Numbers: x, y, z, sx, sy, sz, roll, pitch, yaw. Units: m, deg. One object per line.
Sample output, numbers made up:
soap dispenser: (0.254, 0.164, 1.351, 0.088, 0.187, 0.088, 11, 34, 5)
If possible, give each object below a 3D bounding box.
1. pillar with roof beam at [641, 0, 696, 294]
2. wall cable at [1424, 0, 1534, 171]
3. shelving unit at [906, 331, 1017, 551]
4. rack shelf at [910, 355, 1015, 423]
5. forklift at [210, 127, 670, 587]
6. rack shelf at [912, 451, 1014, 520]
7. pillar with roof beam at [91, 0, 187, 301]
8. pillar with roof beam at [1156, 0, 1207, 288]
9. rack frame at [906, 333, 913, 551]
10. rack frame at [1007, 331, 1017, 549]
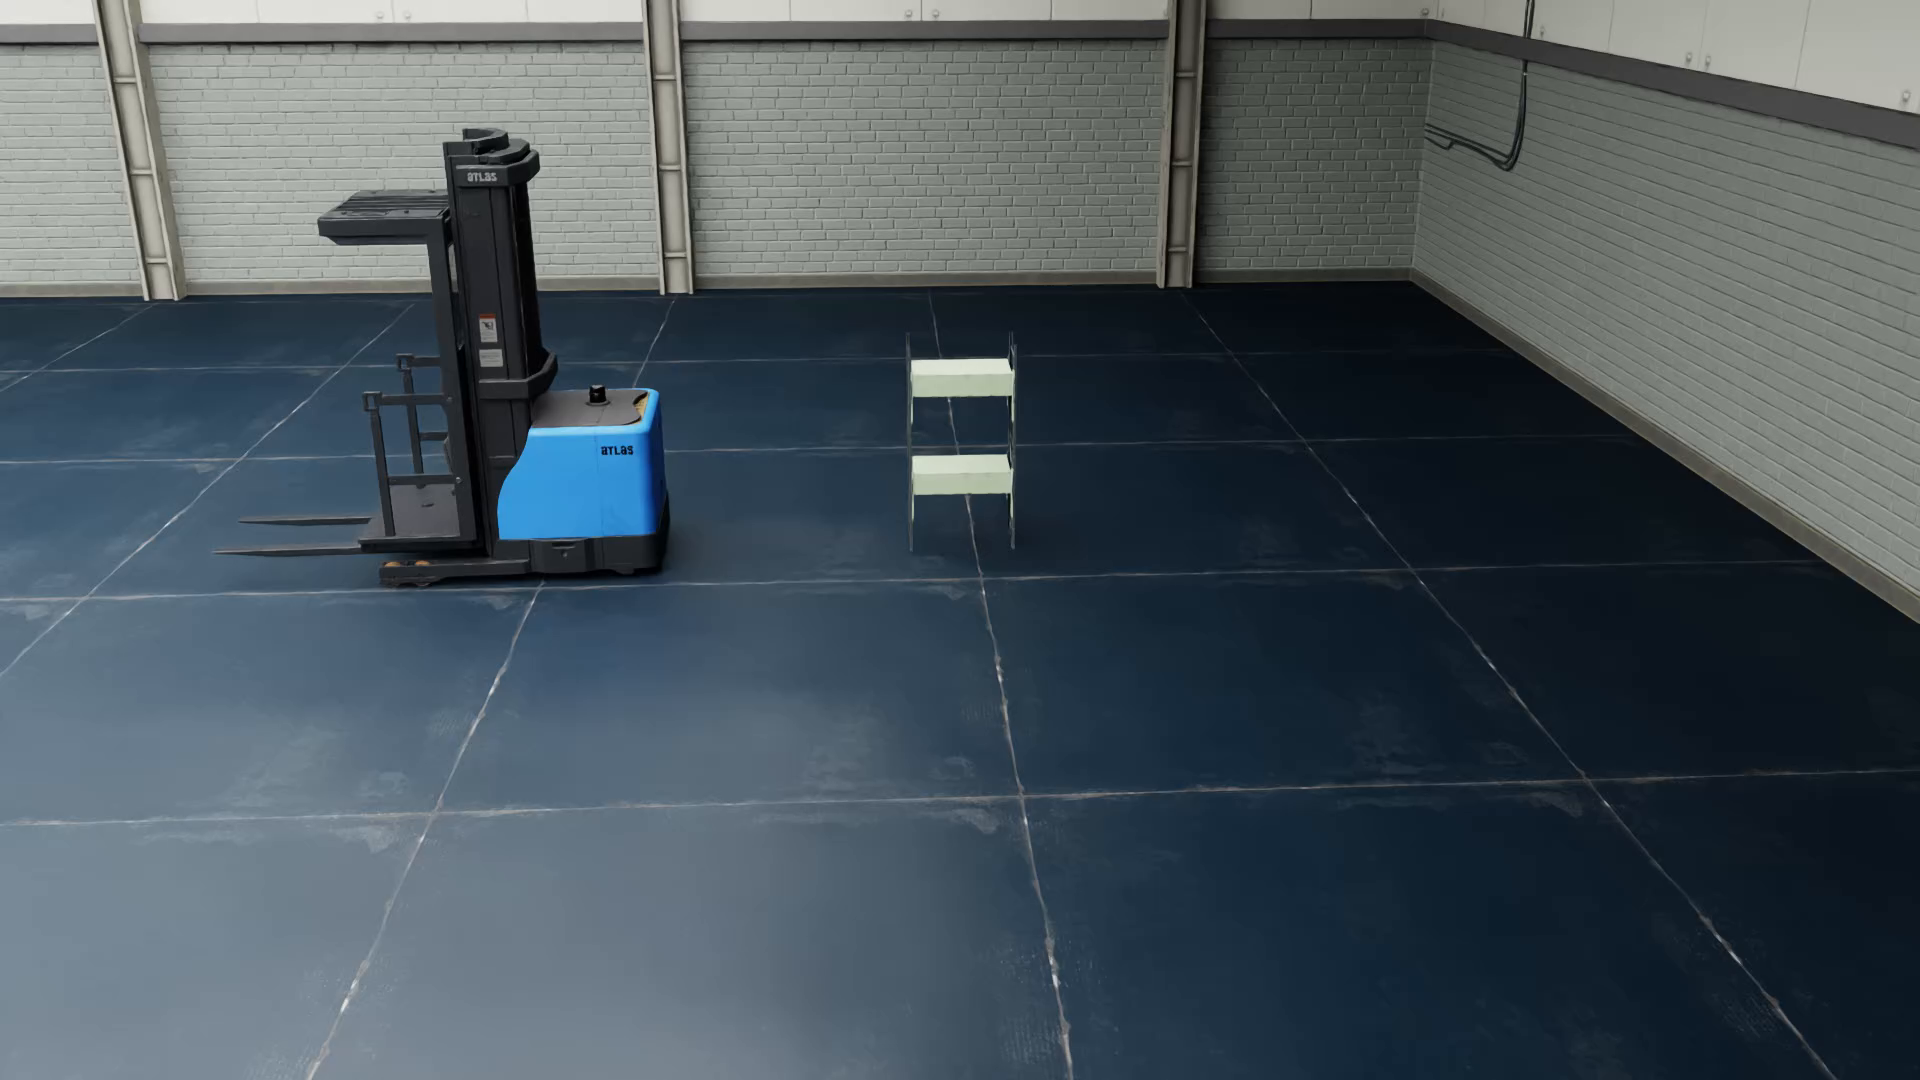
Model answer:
pillar with roof beam: (-3.136, -5.661, 14.343, 0.400, 9.000, 9.100, -1, 21, -3)
wall cable: (5.625, -5.451, 18.155, 0.112, 2.526, 3.097, -1, 21, -3)
shelving unit: (0.007, -0.701, 11.854, 0.755, 1.500, 0.431, -1, 21, -3)
rack shelf: (0.007, -1.066, 11.716, 0.720, 0.370, 0.431, -1, 21, -3)
forklift: (-3.614, -1.248, 11.279, 3.031, 2.935, 1.130, -2, 21, -5)
rack shelf: (0.007, -0.396, 11.970, 0.720, 0.370, 0.431, -1, 21, -3)
pillar with roof beam: (-9.126, -5.539, 14.023, 0.400, 9.000, 9.100, -1, 21, -3)
pillar with roof beam: (2.854, -5.783, 14.663, 0.400, 9.000, 9.100, -1, 21, -3)
rack frame: (-0.359, -0.694, 11.835, 0.023, 1.500, 0.400, -1, 21, -3)
rack frame: (0.372, -0.708, 11.874, 0.023, 1.500, 0.400, -1, 21, -3)
